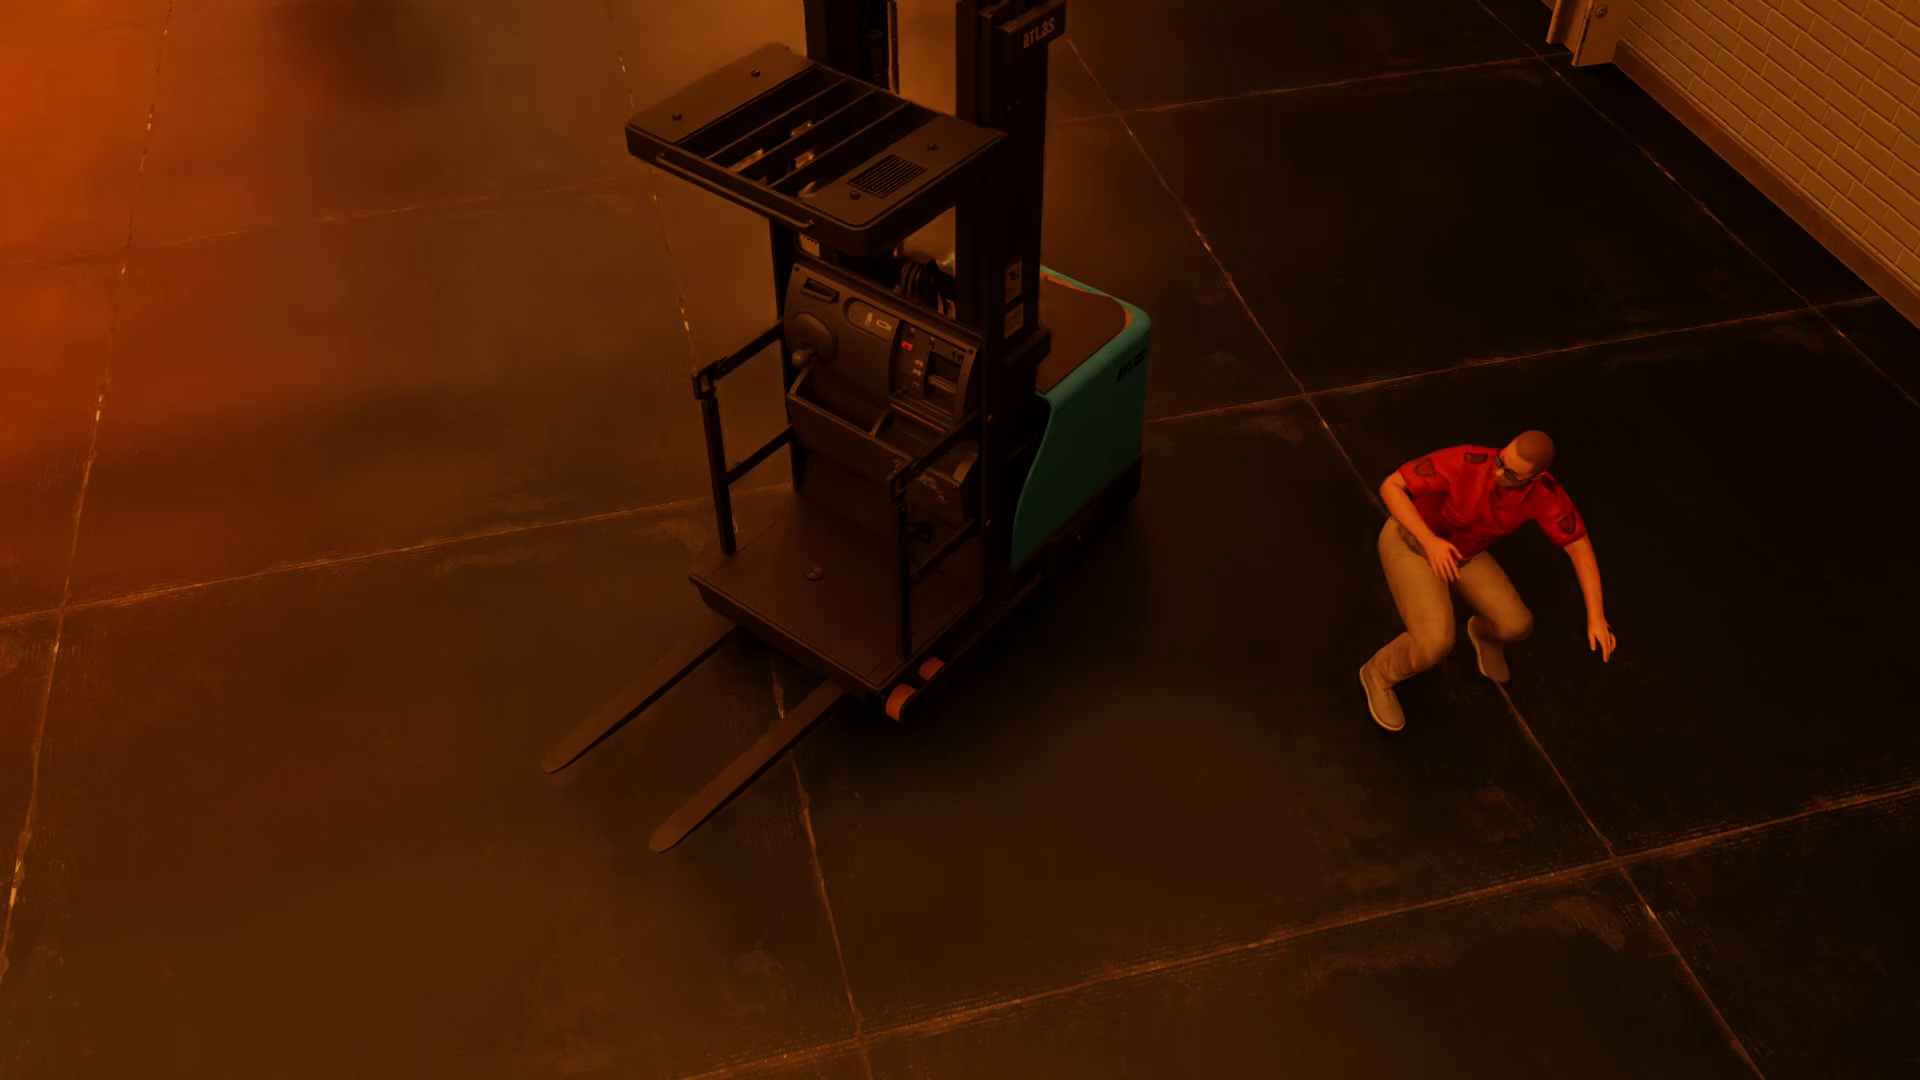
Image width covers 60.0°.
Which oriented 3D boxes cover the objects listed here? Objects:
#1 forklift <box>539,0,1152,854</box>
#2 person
[{"bbox_3d":[-0.450,-0.688,6.374,1.130,2.935,3.031,29,50,27],"label":"forklift"},{"bbox_3d":[2.040,0.179,6.567,0.794,1.498,0.896,-11,44,-11],"label":"person"}]
